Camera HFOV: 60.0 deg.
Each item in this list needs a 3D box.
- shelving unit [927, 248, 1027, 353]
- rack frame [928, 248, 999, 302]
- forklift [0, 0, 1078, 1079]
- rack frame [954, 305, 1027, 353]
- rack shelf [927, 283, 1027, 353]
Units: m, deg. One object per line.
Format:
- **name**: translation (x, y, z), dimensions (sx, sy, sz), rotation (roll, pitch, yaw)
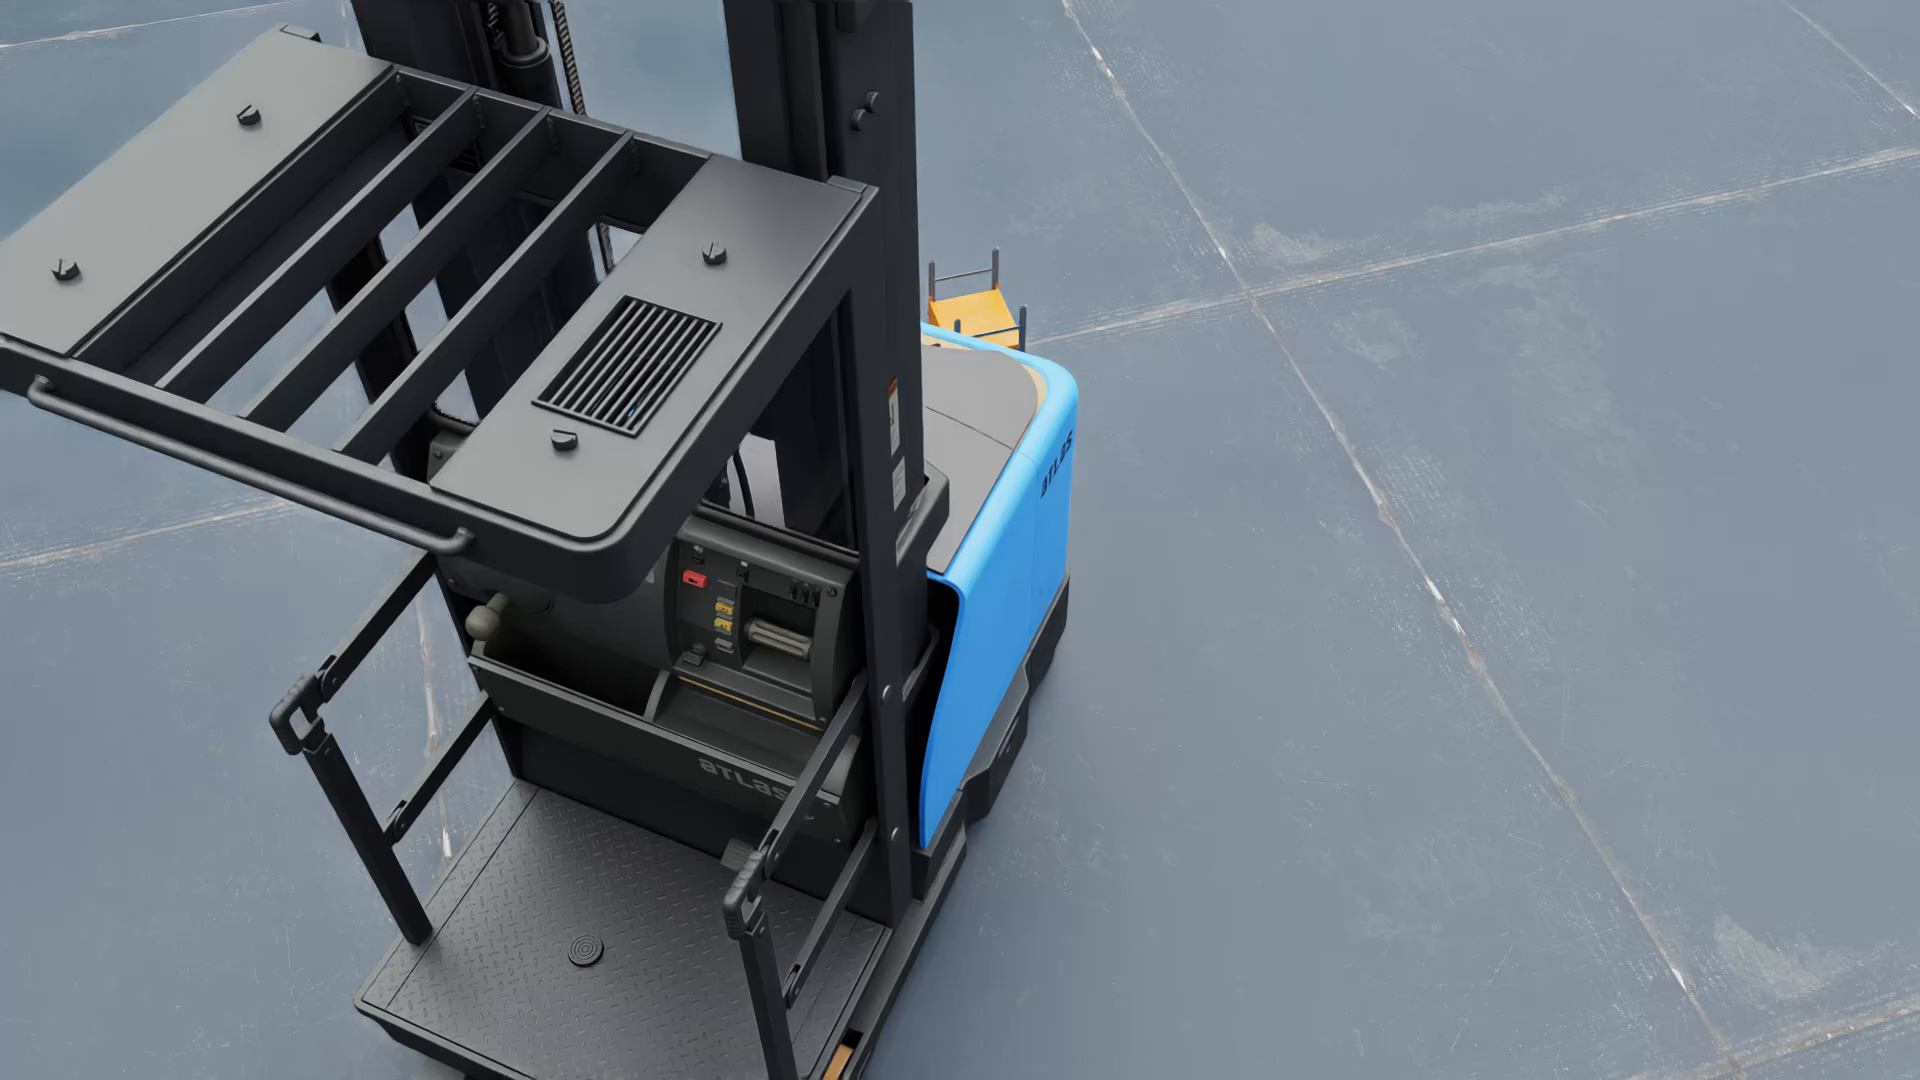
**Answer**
- **shelving unit**: translation (0.045, -0.349, 4.857), dimensions (0.215, 1.050, 0.252), rotation (-13, 51, -11)
- **rack frame**: translation (0.010, -0.438, 4.932), dimensions (0.200, 1.050, 0.008), rotation (-13, 51, -11)
- **forklift**: translation (-0.736, 0.197, 3.167), dimensions (1.130, 2.935, 3.031), rotation (18, 52, 15)
- **rack frame**: translation (0.080, -0.259, 4.782), dimensions (0.200, 1.050, 0.008), rotation (-13, 51, -11)
- **rack shelf**: translation (0.045, -0.525, 4.648), dimensions (0.215, 0.259, 0.240), rotation (-13, 51, -11)
